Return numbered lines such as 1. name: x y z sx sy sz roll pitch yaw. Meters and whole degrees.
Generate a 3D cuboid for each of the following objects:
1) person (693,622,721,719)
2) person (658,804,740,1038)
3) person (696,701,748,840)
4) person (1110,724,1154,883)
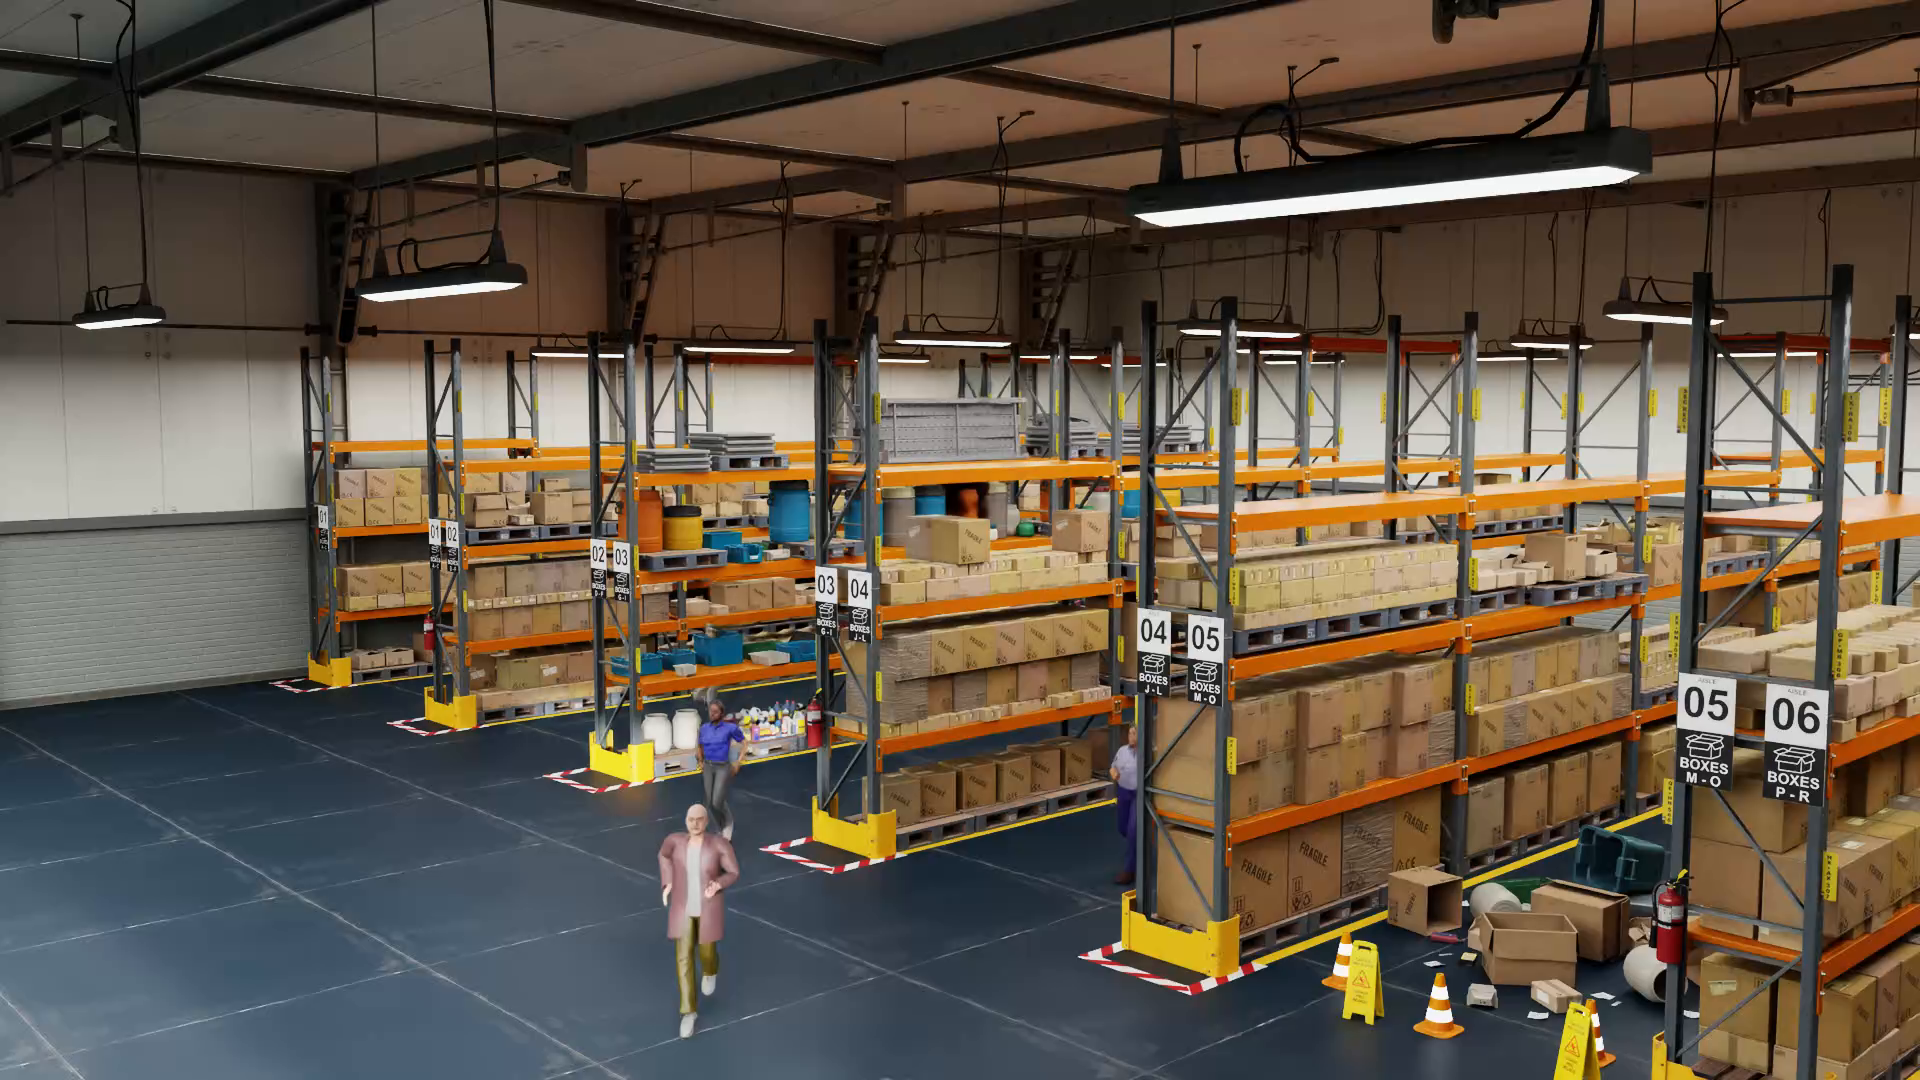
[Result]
1. person: -3.863 2.093 25.688 0.655 1.659 0.557 4 6 37
2. person: -2.170 3.064 13.750 0.708 1.787 1.045 0 5 -1
3. person: -2.780 2.677 19.112 0.576 1.648 0.559 2 5 18
4. person: 1.889 2.772 17.827 0.614 1.624 0.917 4 6 37
